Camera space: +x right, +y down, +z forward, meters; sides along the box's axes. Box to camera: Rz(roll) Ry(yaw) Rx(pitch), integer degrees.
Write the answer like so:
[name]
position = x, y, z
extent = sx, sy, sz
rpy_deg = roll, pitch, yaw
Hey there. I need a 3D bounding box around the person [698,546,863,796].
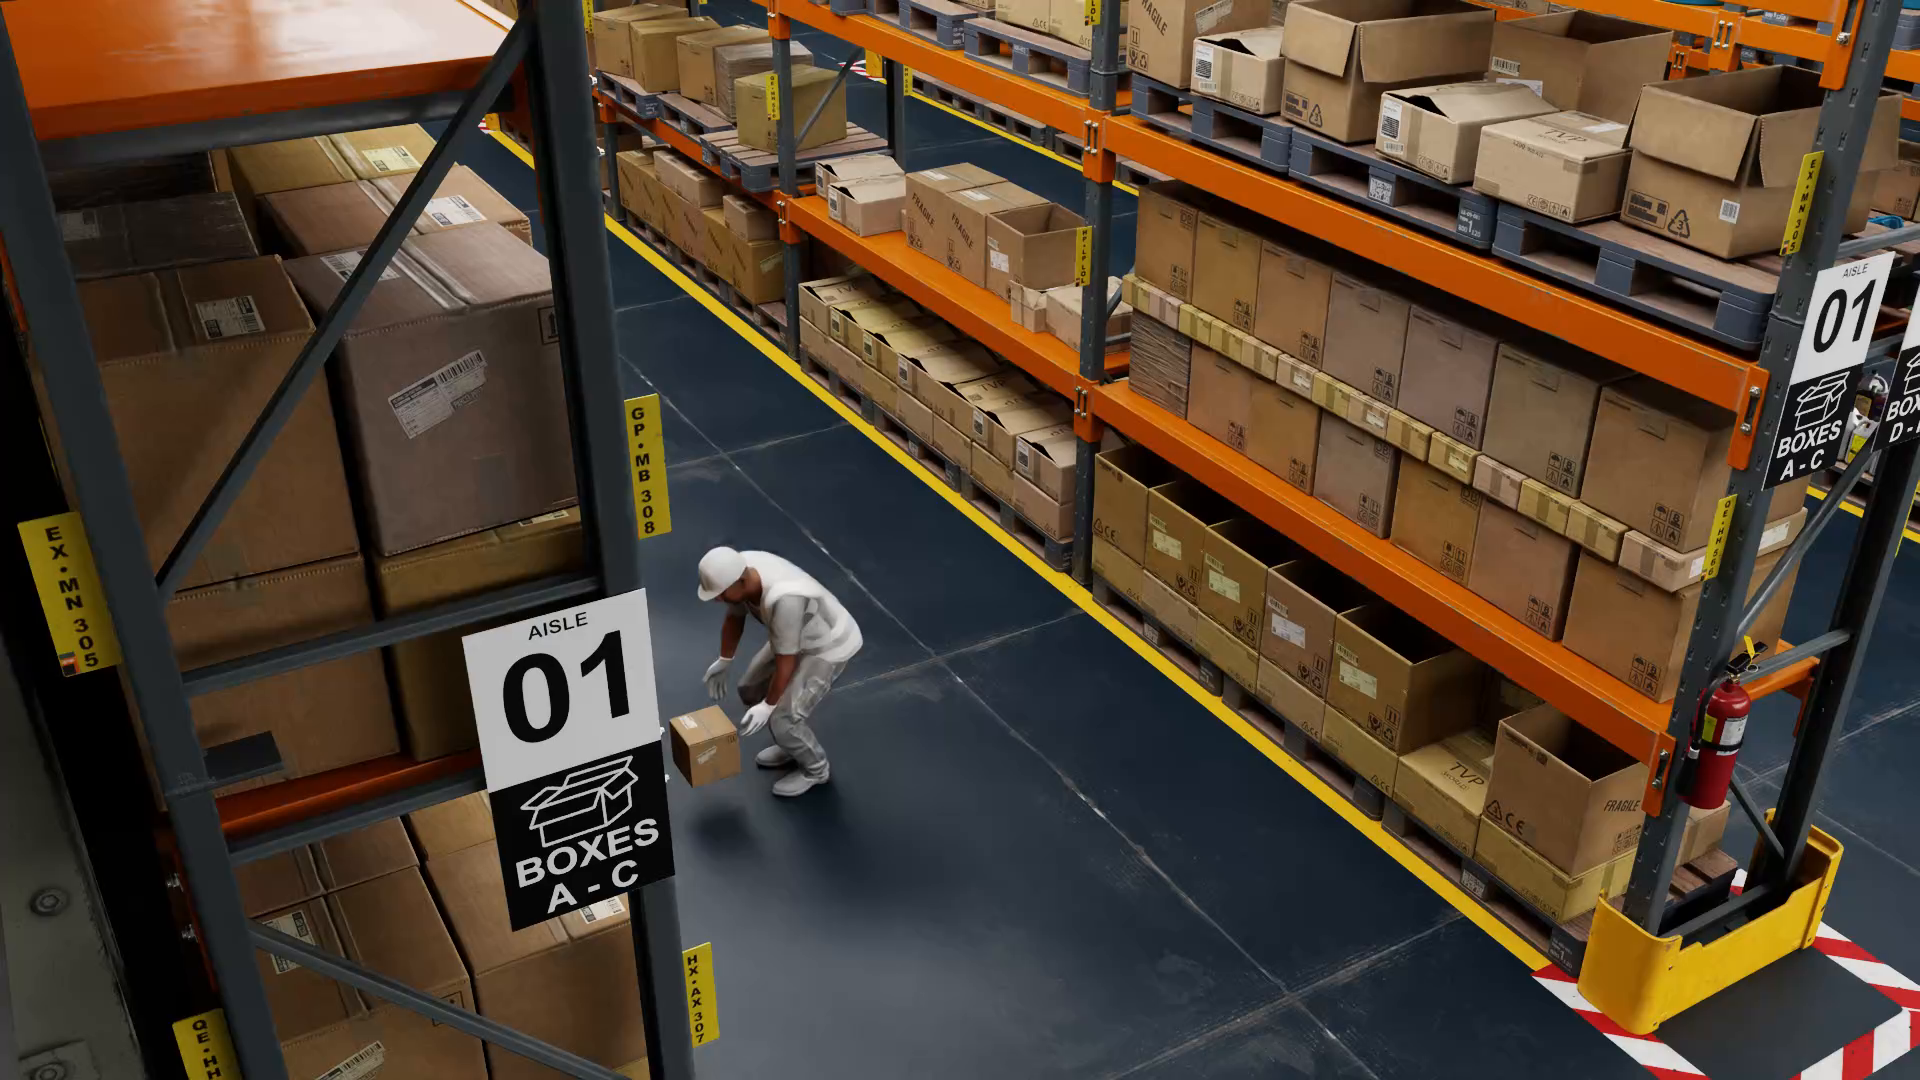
[person]
position = -0.841, 0.576, 7.914
extent = 0.787, 1.382, 0.610
rpy_deg = -16, 32, -26
